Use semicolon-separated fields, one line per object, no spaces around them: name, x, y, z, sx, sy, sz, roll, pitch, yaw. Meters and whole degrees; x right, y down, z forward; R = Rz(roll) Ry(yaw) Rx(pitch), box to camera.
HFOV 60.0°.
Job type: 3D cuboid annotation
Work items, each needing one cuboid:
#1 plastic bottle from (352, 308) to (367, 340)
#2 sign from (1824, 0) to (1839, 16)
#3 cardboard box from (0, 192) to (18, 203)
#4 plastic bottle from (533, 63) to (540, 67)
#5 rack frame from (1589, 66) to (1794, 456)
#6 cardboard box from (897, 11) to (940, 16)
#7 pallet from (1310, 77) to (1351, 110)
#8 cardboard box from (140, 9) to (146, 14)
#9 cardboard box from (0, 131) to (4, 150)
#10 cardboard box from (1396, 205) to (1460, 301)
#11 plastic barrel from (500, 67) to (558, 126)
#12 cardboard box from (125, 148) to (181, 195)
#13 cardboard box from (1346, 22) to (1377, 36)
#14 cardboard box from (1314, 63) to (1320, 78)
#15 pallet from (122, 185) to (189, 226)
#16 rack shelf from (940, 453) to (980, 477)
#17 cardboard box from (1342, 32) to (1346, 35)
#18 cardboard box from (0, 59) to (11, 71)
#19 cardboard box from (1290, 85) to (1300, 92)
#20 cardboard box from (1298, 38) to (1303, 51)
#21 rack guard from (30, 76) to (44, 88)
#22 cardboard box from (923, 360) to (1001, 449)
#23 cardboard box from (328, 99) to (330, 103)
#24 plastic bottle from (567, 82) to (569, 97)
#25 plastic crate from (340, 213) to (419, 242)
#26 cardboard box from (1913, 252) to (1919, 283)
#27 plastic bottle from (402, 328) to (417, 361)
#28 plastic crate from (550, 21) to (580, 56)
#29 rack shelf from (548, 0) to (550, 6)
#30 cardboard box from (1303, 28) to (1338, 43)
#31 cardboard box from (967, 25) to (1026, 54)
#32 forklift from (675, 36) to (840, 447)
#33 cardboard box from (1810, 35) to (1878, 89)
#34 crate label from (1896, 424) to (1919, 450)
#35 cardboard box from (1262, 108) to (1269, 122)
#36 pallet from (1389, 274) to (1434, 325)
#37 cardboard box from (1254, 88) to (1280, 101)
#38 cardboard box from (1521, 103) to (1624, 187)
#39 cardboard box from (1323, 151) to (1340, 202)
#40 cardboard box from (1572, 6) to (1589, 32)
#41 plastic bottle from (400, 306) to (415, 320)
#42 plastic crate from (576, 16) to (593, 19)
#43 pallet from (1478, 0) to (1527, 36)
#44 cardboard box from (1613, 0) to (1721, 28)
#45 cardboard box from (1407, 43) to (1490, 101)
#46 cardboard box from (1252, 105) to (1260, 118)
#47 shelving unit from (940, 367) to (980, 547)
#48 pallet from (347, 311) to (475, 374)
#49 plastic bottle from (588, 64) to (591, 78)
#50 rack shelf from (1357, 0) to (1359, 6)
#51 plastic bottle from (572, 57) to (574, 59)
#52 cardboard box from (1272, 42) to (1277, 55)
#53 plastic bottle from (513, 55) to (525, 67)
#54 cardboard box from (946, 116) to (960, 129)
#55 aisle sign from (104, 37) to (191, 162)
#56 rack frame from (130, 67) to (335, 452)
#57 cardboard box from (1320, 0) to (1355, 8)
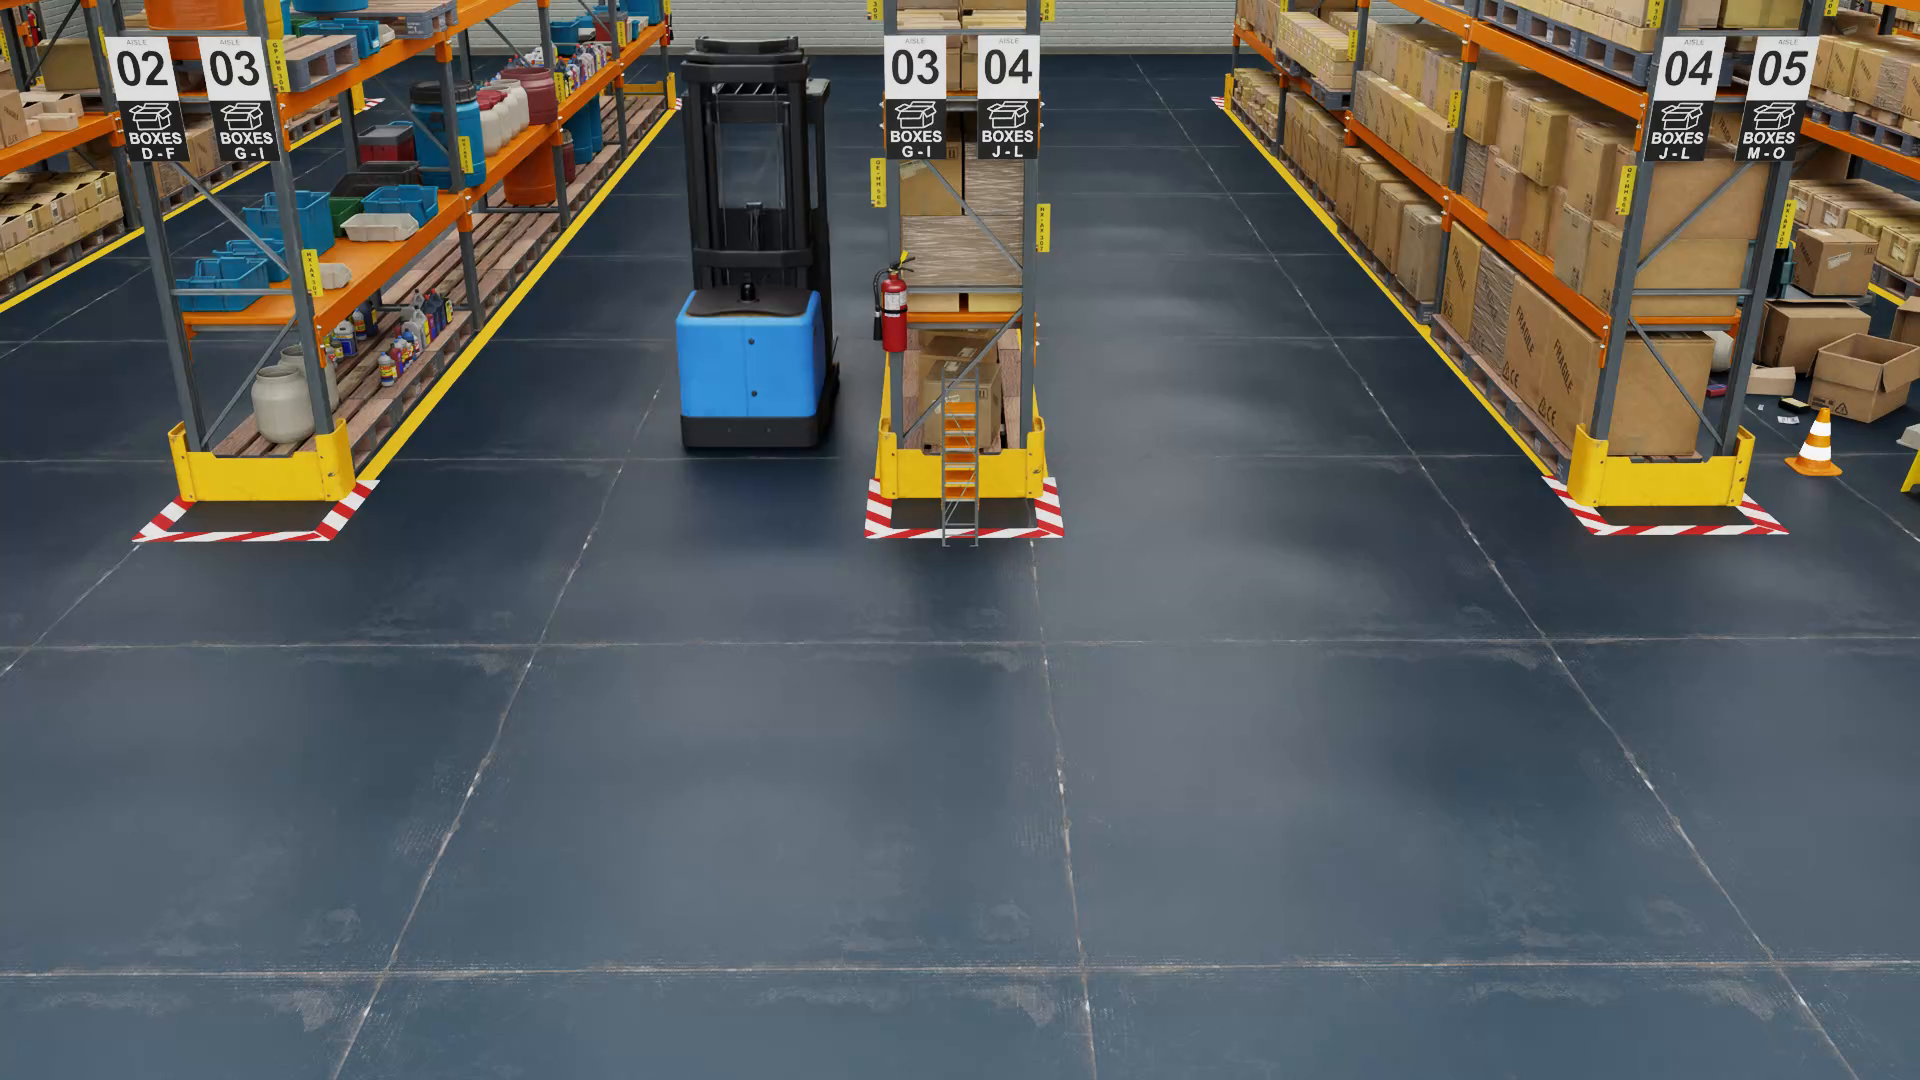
plastic bottle;-5.268;-1.894;14.575;0.097;0.271;0.097;0;24;0
sign;5.528;-3.486;10.522;0.100;0.325;0.005;0;24;-1
cardboard box;-10.252;-3.509;17.514;0.500;0.311;0.500;-1;24;-2
plastic bottle;-5.310;-5.875;20.842;0.097;0.201;0.097;0;24;0
rack frame;4.973;-1.685;11.336;1.000;3.000;0.127;0;24;-1
cardboard box;-0.328;-3.621;11.675;0.380;0.149;0.250;0;24;0
pallet;4.771;-5.188;19.313;1.213;0.211;1.003;0;24;-1
cardboard box;-10.243;-6.647;21.676;0.700;0.500;0.500;-9;26;-18
cardboard box;-9.941;-4.096;16.544;0.500;0.500;0.500;0;24;0
cardboard box;4.832;-2.755;15.922;1.050;0.750;0.750;0;24;-1
plastic barrel;-4.720;-4.851;18.171;0.600;0.536;0.708;0;24;-1
cardboard box;-9.712;-4.424;19.892;0.500;0.500;0.500;-1;24;-2
cardboard box;5.048;-6.387;20.805;0.380;0.149;0.250;-1;24;-2
cardboard box;4.417;-5.571;19.723;0.380;0.149;0.250;-1;24;-1
pallet;-9.951;-3.995;19.828;1.003;0.211;1.213;0;24;-1
rack shelf;0.000;-0.500;11.008;0.258;0.103;0.180;0;24;-1
cardboard box;5.055;-6.356;21.098;0.380;0.149;0.250;-1;24;-2
cardboard box;-14.730;-7.239;25.352;0.380;0.149;0.250;-1;24;-1
cardboard box;5.054;-6.581;24.388;0.380;0.149;0.250;0;24;0
cardboard box;4.406;-6.137;20.615;0.380;0.149;0.250;-1;24;-1
rack guard;-15.022;-7.102;26.346;1.175;0.500;0.348;0;24;-1
cardboard box;0.022;-1.014;12.377;0.500;0.500;0.500;4;25;9
cardboard box;-9.902;-6.774;25.492;0.380;0.166;0.250;0;24;-1
plastic bottle;-4.690;-5.362;19.706;0.097;0.201;0.097;0;24;0
plastic crate;-4.713;-2.543;13.552;0.530;0.136;0.437;0;24;-1
cardboard box;9.870;-2.608;16.055;0.950;0.372;0.625;0;24;0
plastic bottle;-4.656;-1.654;14.045;0.097;0.271;0.097;0;24;0
plastic crate;-5.418;-6.838;22.676;0.392;0.384;0.575;0;24;-1
rack shelf;-5.050;-6.842;19.971;1.077;0.370;4.000;0;24;-1
cardboard box;4.408;-6.170;20.325;0.380;0.149;0.250;0;24;1
cardboard box;0.240;-3.299;10.963;0.380;0.149;0.250;0;24;-1
forklift;-1.596;-2.598;13.437;1.130;2.935;3.031;0;24;0
cardboard box;9.608;-5.232;18.186;0.500;0.500;0.500;-1;24;-2
crate label;7.450;-0.795;12.841;0.250;0.136;0.298;-14;28;-28
cardboard box;4.485;-6.008;23.483;0.380;0.149;0.250;-1;24;-2
pallet;4.845;-2.381;16.258;1.003;0.211;1.213;0;24;-1
cardboard box;4.490;-6.476;24.157;0.380;0.149;0.250;-1;24;-2
cardboard box;4.903;-3.074;12.915;0.875;0.550;0.500;0;24;-1
cardboard box;4.617;-4.304;19.651;0.500;0.500;0.500;0;24;-1
cardboard box;4.619;-3.730;11.890;0.380;0.149;0.250;-1;24;-1
plastic bottle;-4.835;-1.936;14.662;0.152;0.276;0.135;0;24;-1
plastic crate;-5.427;-7.581;24.502;0.416;0.233;0.300;0;24;-1
pallet;4.928;-4.323;13.635;1.003;0.211;1.213;0;24;-1
cardboard box;4.688;-3.557;11.024;0.500;0.250;0.500;0;24;0
cardboard box;4.901;-4.668;16.596;0.700;0.500;0.500;0;24;-1
cardboard box;4.514;-6.316;24.525;0.380;0.149;0.250;0;24;-1
shelving unit;0.000;-0.541;10.989;0.258;1.200;0.189;0;24;-1
pallet;-5.019;-1.783;14.937;1.003;0.211;1.213;0;24;-1
plastic bottle;-4.704;-5.914;20.928;0.097;0.201;0.097;0;24;0
rack shelf;4.864;-6.845;19.977;1.077;0.370;4.000;0;24;-1
plastic bottle;-4.858;-5.986;21.001;0.097;0.271;0.097;0;24;0
cardboard box;4.493;-6.738;22.813;0.380;0.149;0.250;-1;24;-2
plastic bottle;-5.435;-5.789;20.470;0.144;0.351;0.185;0;24;-1
cardboard box;-0.252;-2.773;12.045;0.500;0.500;0.500;0;24;-1
aisle sign;-5.237;-2.836;10.726;0.394;0.787;0.004;0;24;-1
rack frame;-4.941;-1.682;11.330;1.000;3.000;0.127;0;24;-1
cardboard box;5.081;-7.454;22.395;0.500;0.500;0.500;0;24;1
